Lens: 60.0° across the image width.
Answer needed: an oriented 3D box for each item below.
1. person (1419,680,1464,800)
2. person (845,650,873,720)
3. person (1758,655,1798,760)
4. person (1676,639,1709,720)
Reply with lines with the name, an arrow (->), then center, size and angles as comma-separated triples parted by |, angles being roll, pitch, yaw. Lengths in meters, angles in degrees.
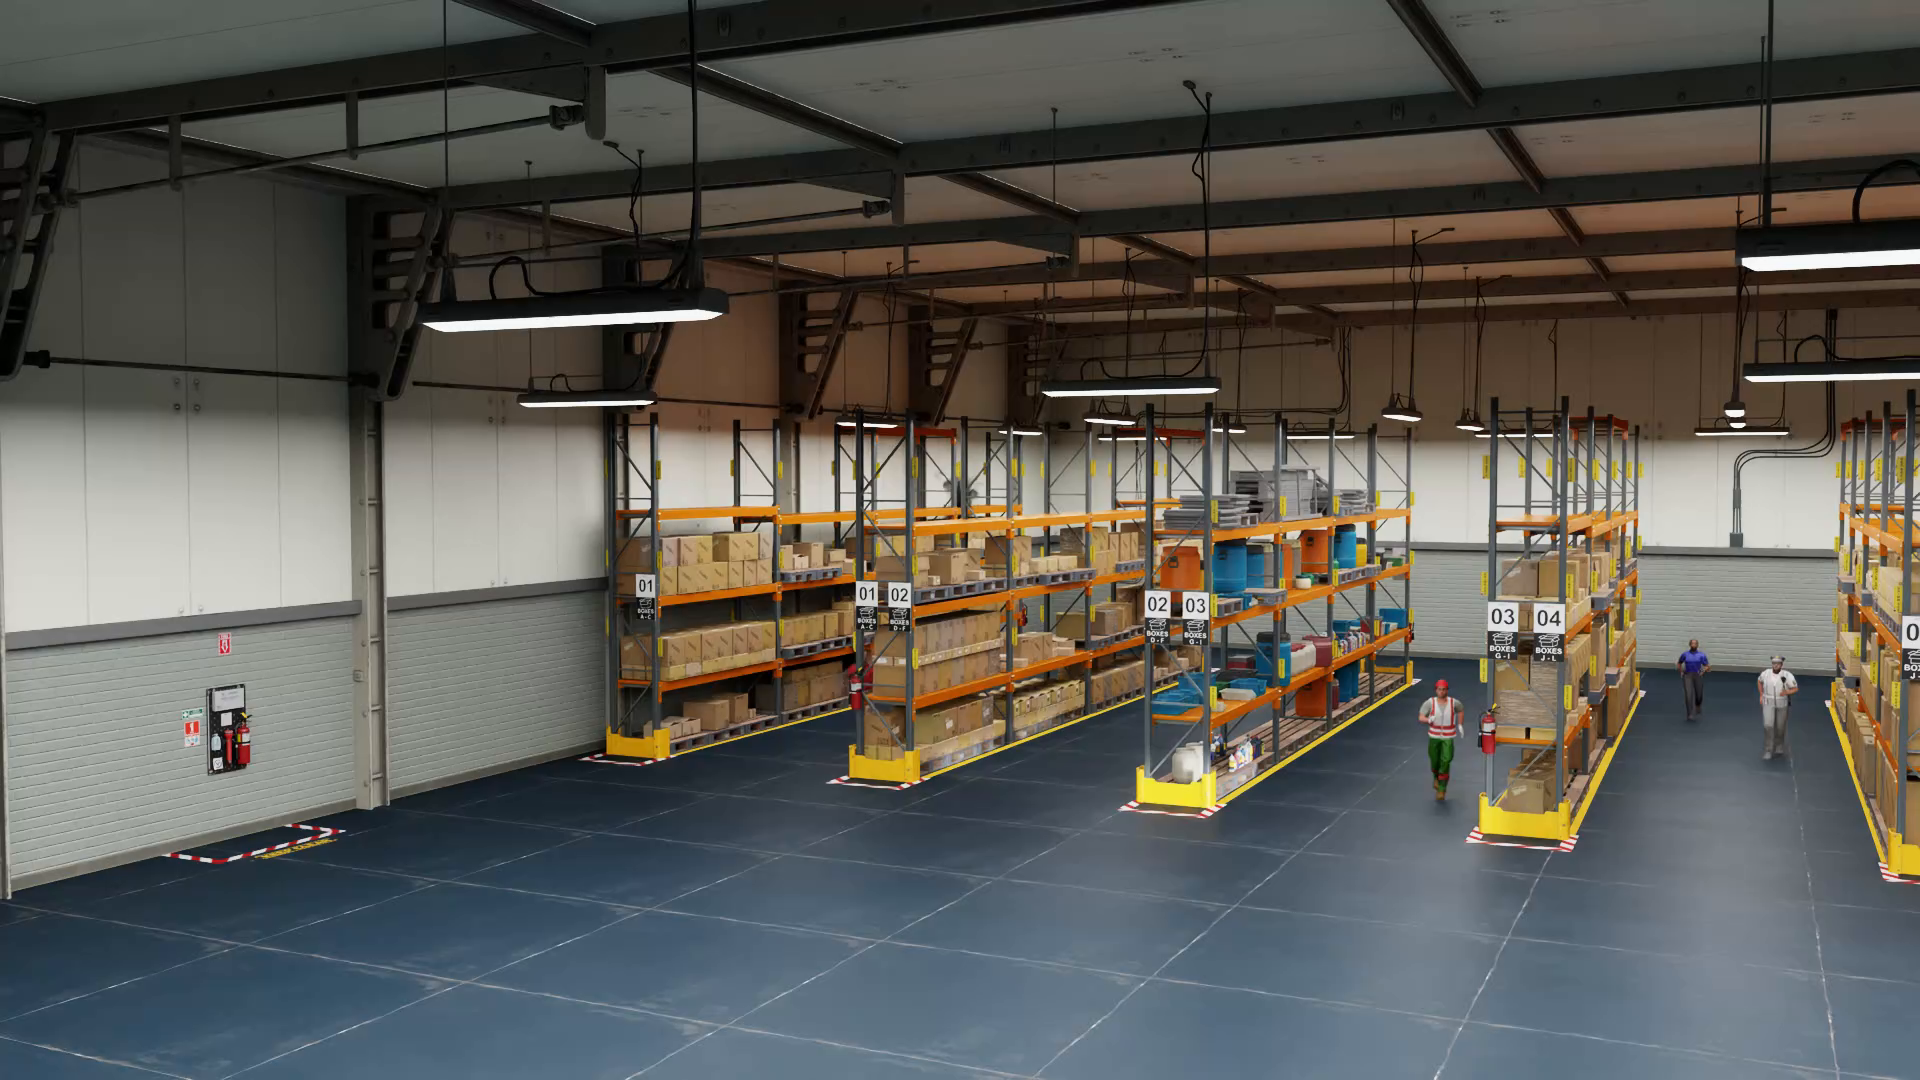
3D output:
person -> 7.335, 3.007, 25.346 | 0.664, 1.772, 0.999 | 1, 3, 18
person -> -1.777, 2.884, 30.161 | 0.640, 1.781, 0.727 | 1, 2, 16
person -> 14.237, 2.910, 28.969 | 0.645, 1.838, 0.816 | 1, 3, 28
person -> 14.739, 2.797, 33.457 | 0.607, 1.602, 0.678 | 1, 3, 24
